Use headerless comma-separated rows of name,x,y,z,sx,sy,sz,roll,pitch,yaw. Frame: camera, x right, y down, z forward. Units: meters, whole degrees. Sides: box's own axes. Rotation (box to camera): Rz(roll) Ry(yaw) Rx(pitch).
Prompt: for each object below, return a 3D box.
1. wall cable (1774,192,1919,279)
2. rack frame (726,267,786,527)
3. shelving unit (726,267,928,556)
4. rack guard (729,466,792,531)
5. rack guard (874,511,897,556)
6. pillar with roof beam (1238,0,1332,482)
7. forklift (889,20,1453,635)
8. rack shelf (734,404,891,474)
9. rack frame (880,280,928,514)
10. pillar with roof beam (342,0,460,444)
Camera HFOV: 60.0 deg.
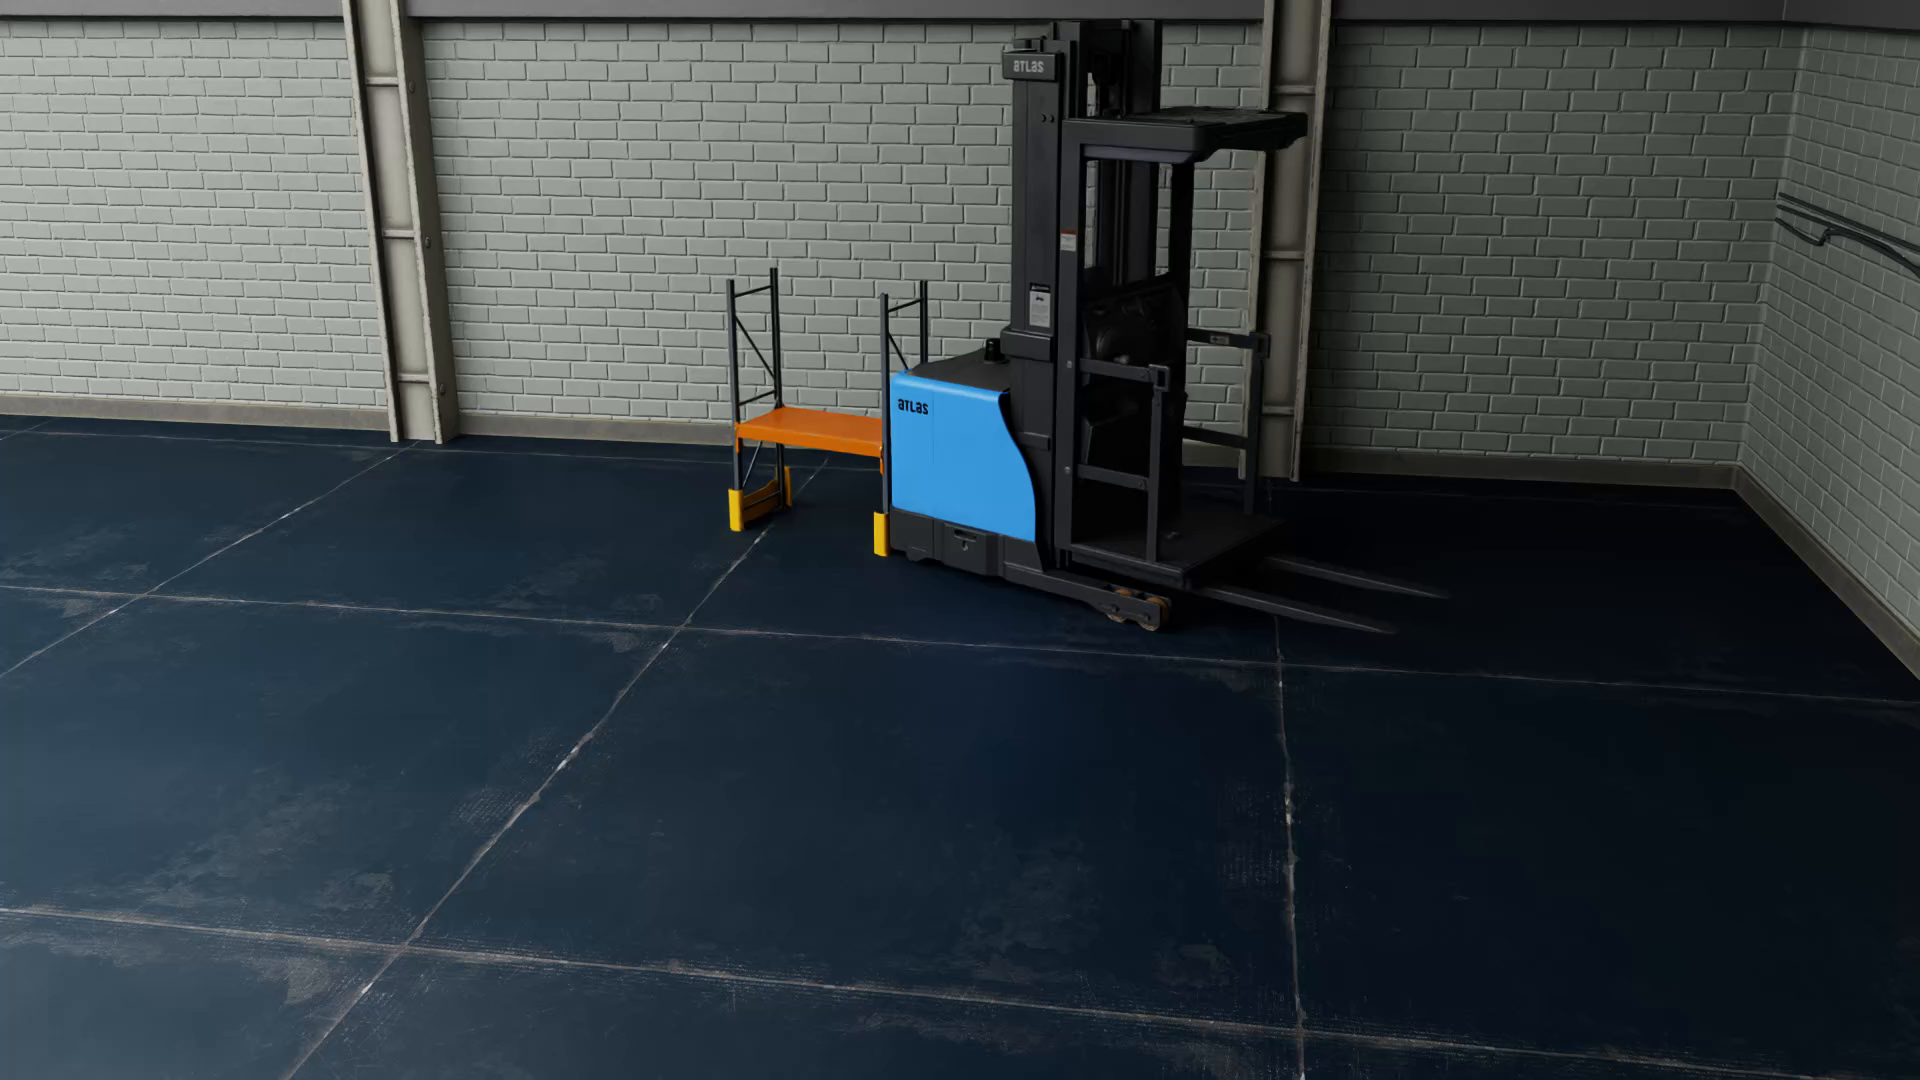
wall cable,4.764,-2.674,8.507,0.112,2.526,3.097,3,19,9
rack frame,-1.218,-0.851,9.982,0.032,1.500,0.500,9,21,26
shelving unit,-0.773,-0.779,9.767,1.083,1.500,0.587,9,21,26
rack guard,-1.217,-0.258,10.180,0.087,0.250,0.587,9,21,26
rack guard,-0.330,-0.114,9.750,0.087,0.250,0.587,9,21,26
pillar with roof beam,1.383,-3.361,5.665,0.400,9.000,9.100,3,19,9
forklift,1.068,-1.121,8.533,3.031,2.935,1.130,14,23,36
rack shelf,-0.765,-0.607,9.820,1.000,0.185,0.538,9,21,26
rack frame,-0.312,-0.704,9.544,0.032,1.500,0.500,9,21,26
pillar with roof beam,-4.541,-3.663,6.567,0.400,9.000,9.100,3,19,9
